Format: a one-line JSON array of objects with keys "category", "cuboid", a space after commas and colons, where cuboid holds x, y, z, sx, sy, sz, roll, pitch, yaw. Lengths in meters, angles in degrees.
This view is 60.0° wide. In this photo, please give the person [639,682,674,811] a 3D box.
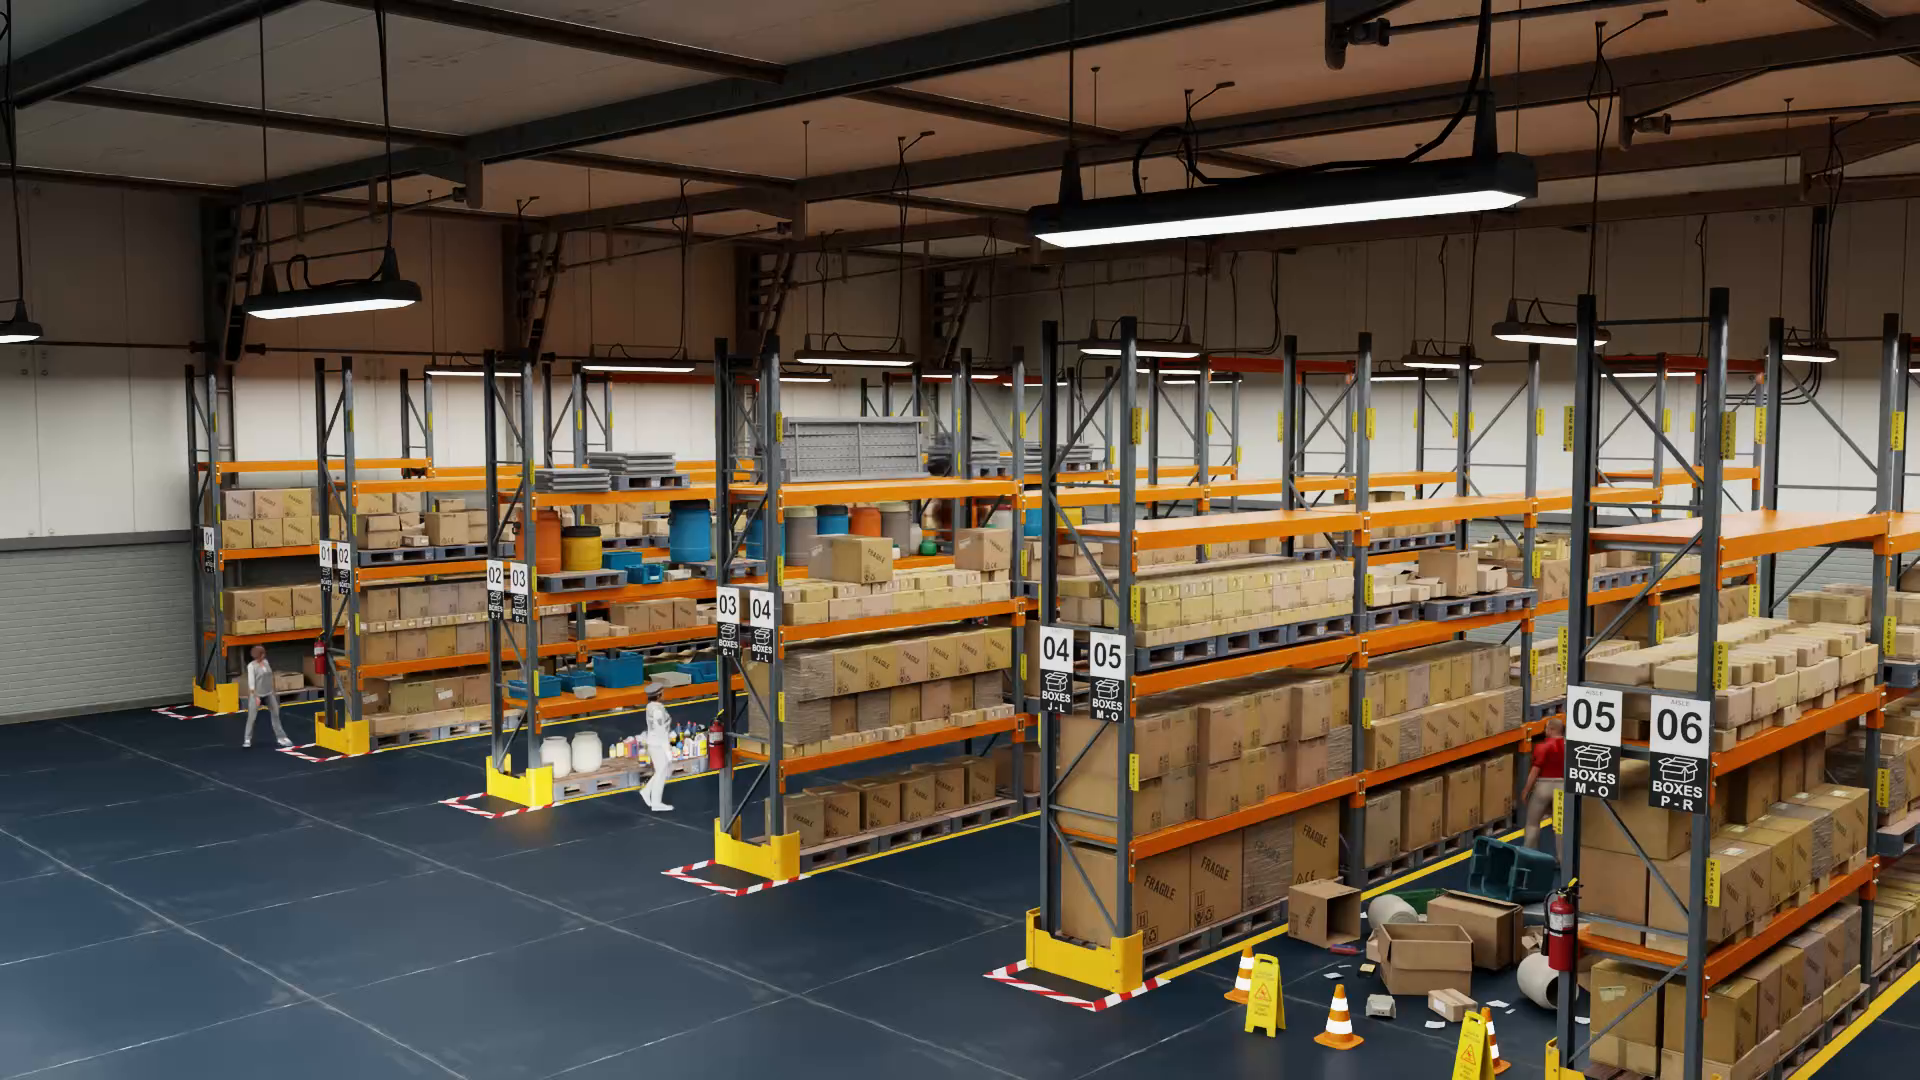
[{"category": "person", "cuboid": [-3.911, 2.664, 21.464, 0.437, 1.686, 0.484, -1, 4, -11]}]

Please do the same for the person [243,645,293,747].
[{"category": "person", "cuboid": [-10.745, 2.404, 25.684, 0.631, 1.588, 0.572, 3, 5, 34]}]

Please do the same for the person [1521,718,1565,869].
[{"category": "person", "cuboid": [6.671, 2.871, 18.839, 0.608, 1.733, 0.394, 0, 4, 1]}]
